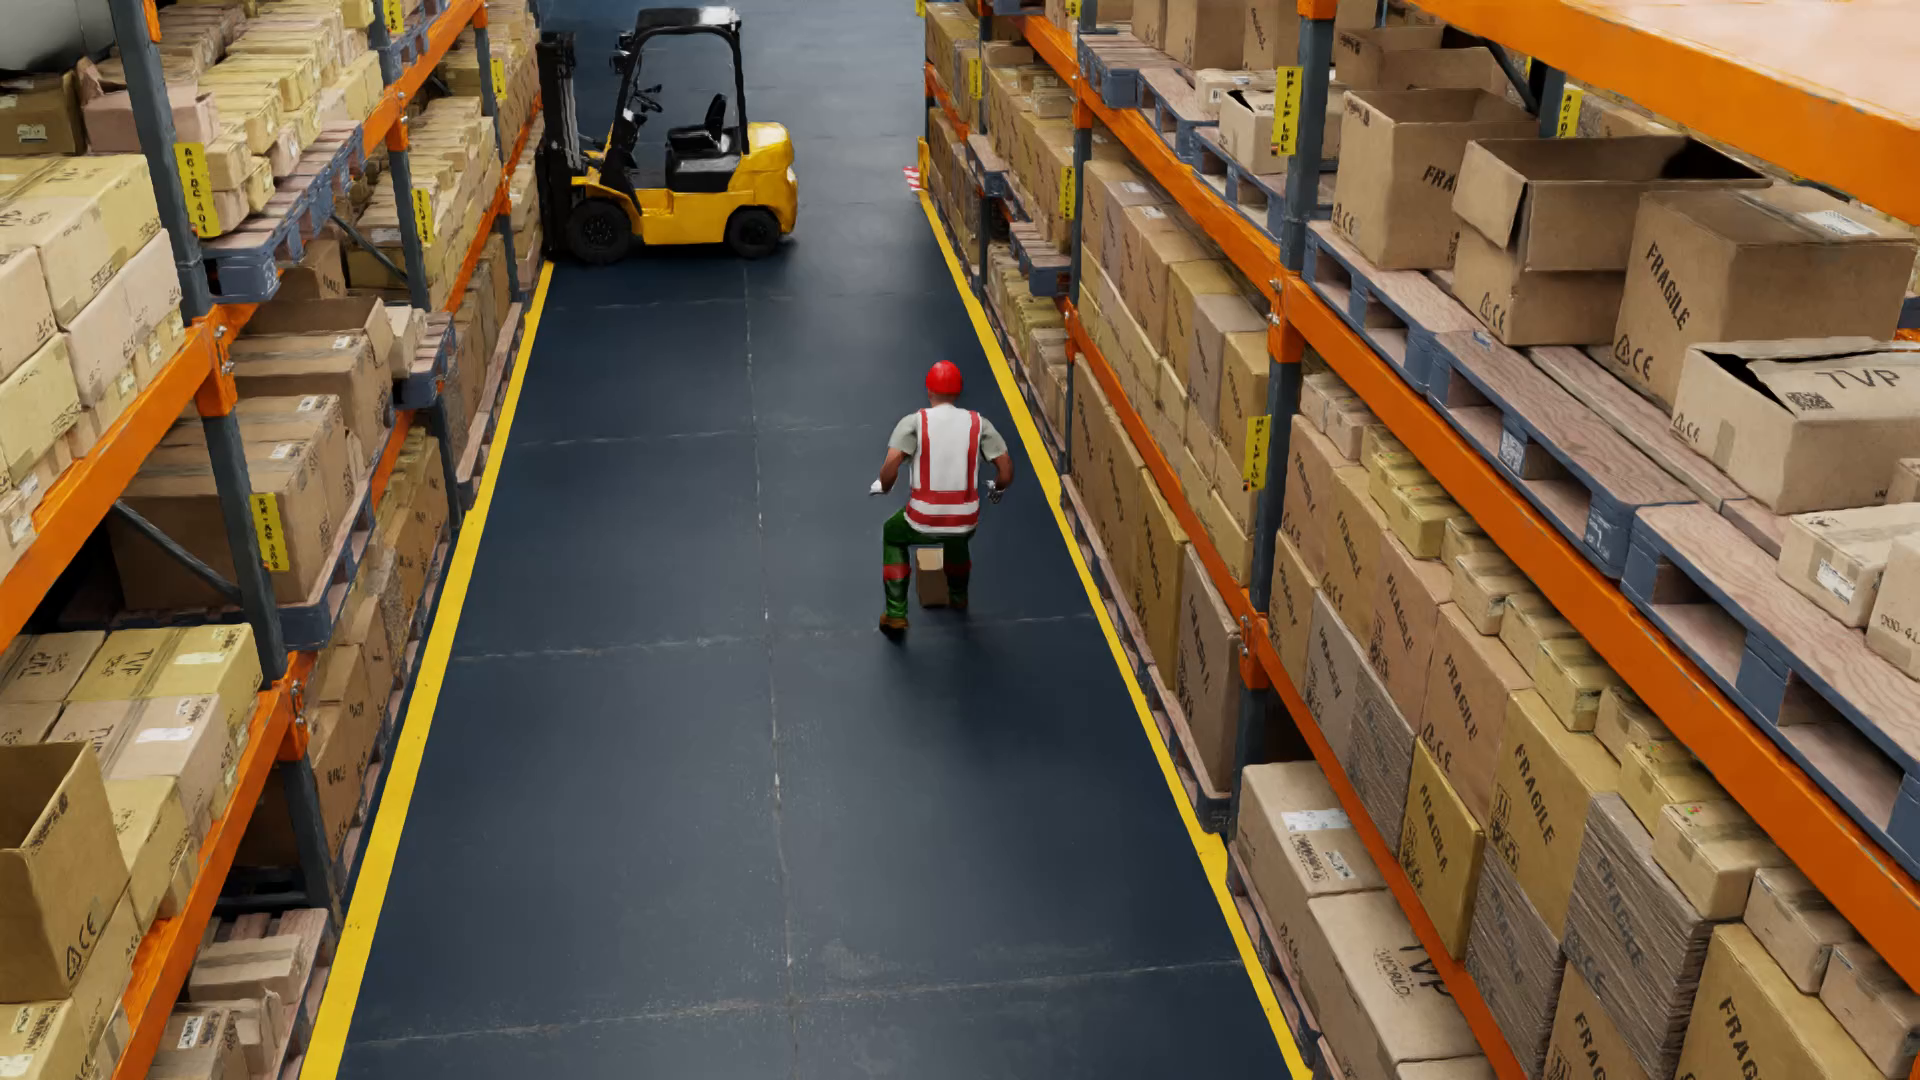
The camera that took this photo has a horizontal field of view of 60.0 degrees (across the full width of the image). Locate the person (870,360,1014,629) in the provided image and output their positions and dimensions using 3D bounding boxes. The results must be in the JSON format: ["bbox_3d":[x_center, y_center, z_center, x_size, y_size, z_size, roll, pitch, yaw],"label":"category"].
[{"bbox_3d":[-0.134,-0.243,9.280,0.773,1.601,0.808,-6,27,-11],"label":"person"}]
